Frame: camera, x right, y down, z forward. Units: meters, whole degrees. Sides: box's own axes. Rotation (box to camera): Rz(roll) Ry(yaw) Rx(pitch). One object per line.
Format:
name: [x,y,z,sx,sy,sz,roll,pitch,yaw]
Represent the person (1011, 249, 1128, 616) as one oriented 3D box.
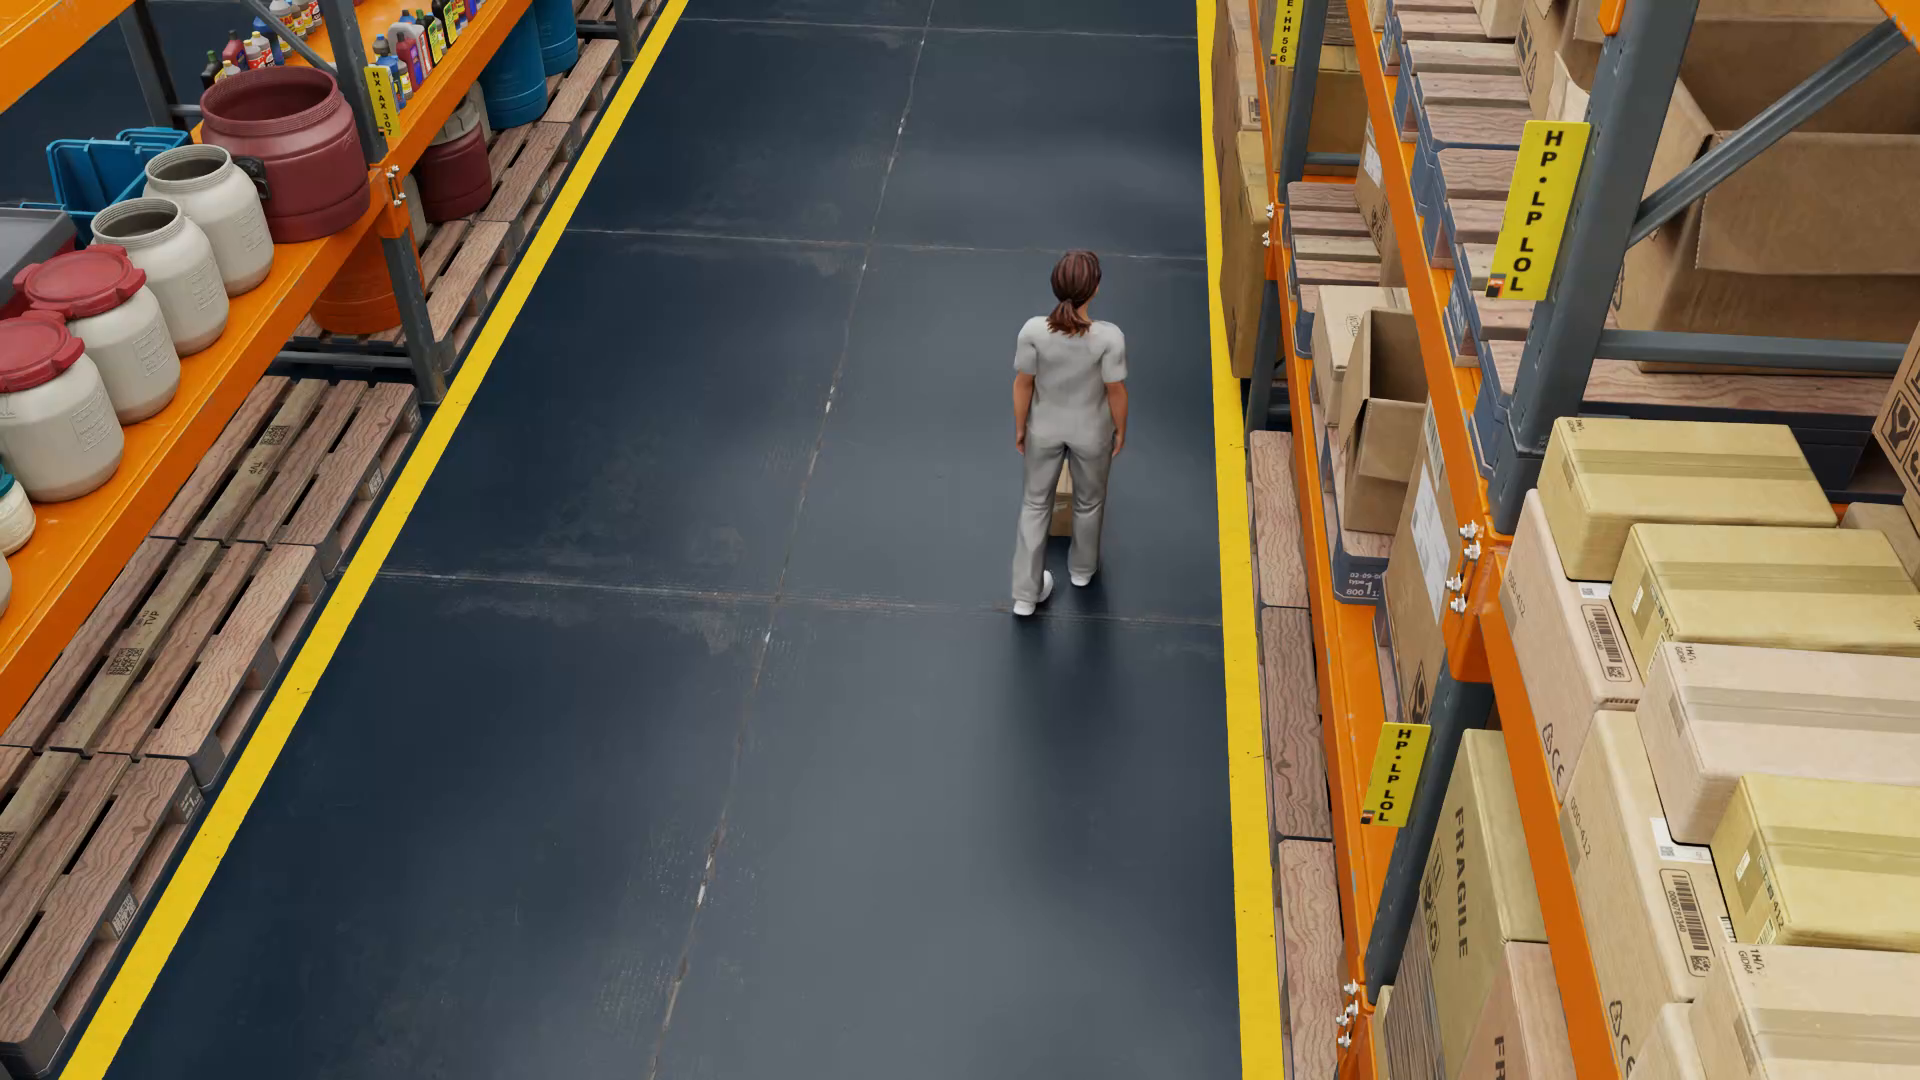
person: [0.445,-0.447,6.684,0.453,1.678,0.591,8,41,10]
